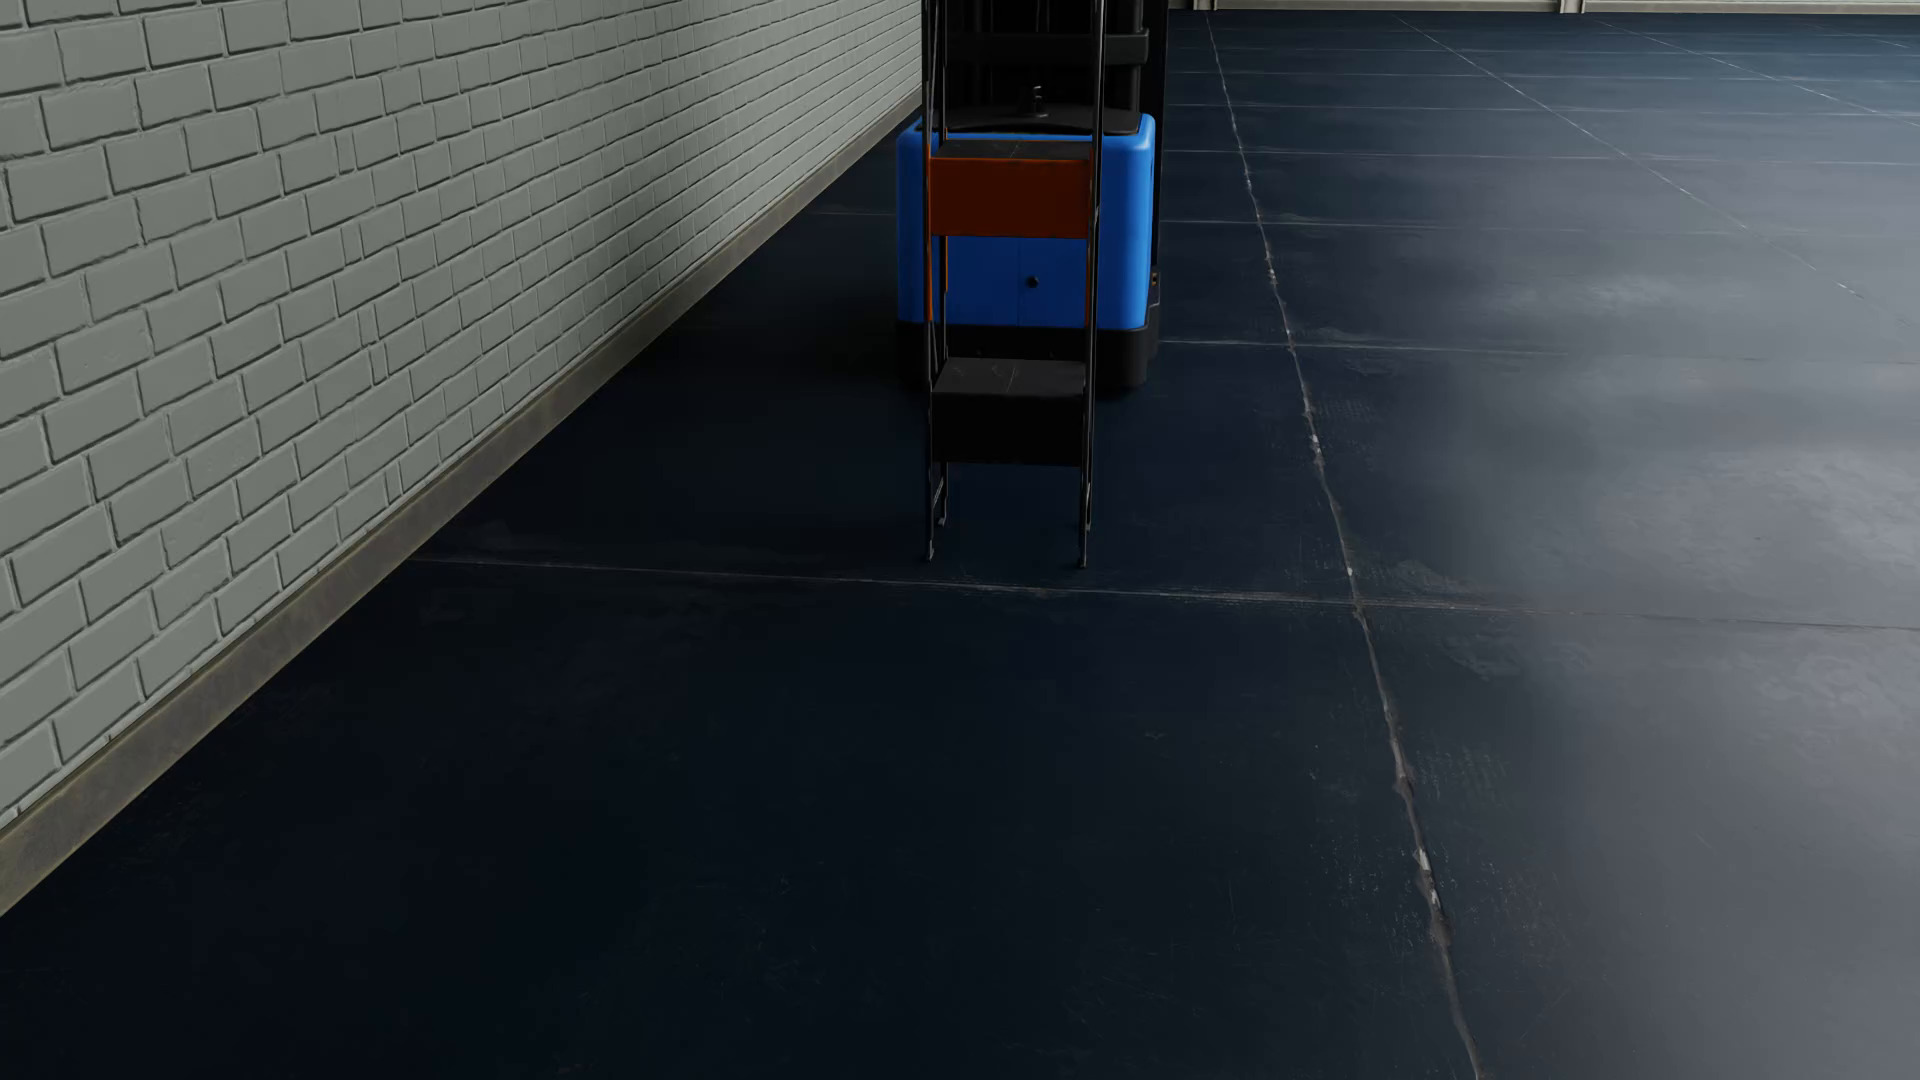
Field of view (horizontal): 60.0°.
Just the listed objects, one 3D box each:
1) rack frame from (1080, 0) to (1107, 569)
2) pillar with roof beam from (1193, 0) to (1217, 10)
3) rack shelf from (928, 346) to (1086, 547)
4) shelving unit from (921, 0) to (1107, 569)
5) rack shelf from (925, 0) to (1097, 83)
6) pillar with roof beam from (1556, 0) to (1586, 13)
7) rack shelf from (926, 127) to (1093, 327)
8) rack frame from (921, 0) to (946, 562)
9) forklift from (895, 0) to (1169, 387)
[{"bbox_3d":[0.407,-0.959,5.009,0.015,2.100,0.400,2,22,6],"label":"rack frame"},{"bbox_3d":[3.647,-11.619,22.589,0.400,9.000,9.100,2,22,6],"label":"pillar with roof beam"},{"bbox_3d":[0.164,-0.306,5.298,0.480,0.518,0.431,2,22,6],"label":"rack shelf"},{"bbox_3d":[0.164,-0.969,5.036,0.503,2.100,0.431,2,22,6],"label":"shelving unit"},{"bbox_3d":[0.164,-1.608,4.783,0.480,0.518,0.431,2,22,6],"label":"rack shelf"},{"bbox_3d":[9.605,-11.359,21.932,0.400,9.000,9.100,2,22,6],"label":"pillar with roof beam"},{"bbox_3d":[0.164,-0.957,5.041,0.480,0.518,0.431,2,22,6],"label":"rack shelf"},{"bbox_3d":[-0.078,-0.980,5.062,0.015,2.100,0.400,2,22,6],"label":"rack frame"},{"bbox_3d":[0.432,-2.494,7.761,1.130,2.935,3.031,3,22,7],"label":"forklift"}]
